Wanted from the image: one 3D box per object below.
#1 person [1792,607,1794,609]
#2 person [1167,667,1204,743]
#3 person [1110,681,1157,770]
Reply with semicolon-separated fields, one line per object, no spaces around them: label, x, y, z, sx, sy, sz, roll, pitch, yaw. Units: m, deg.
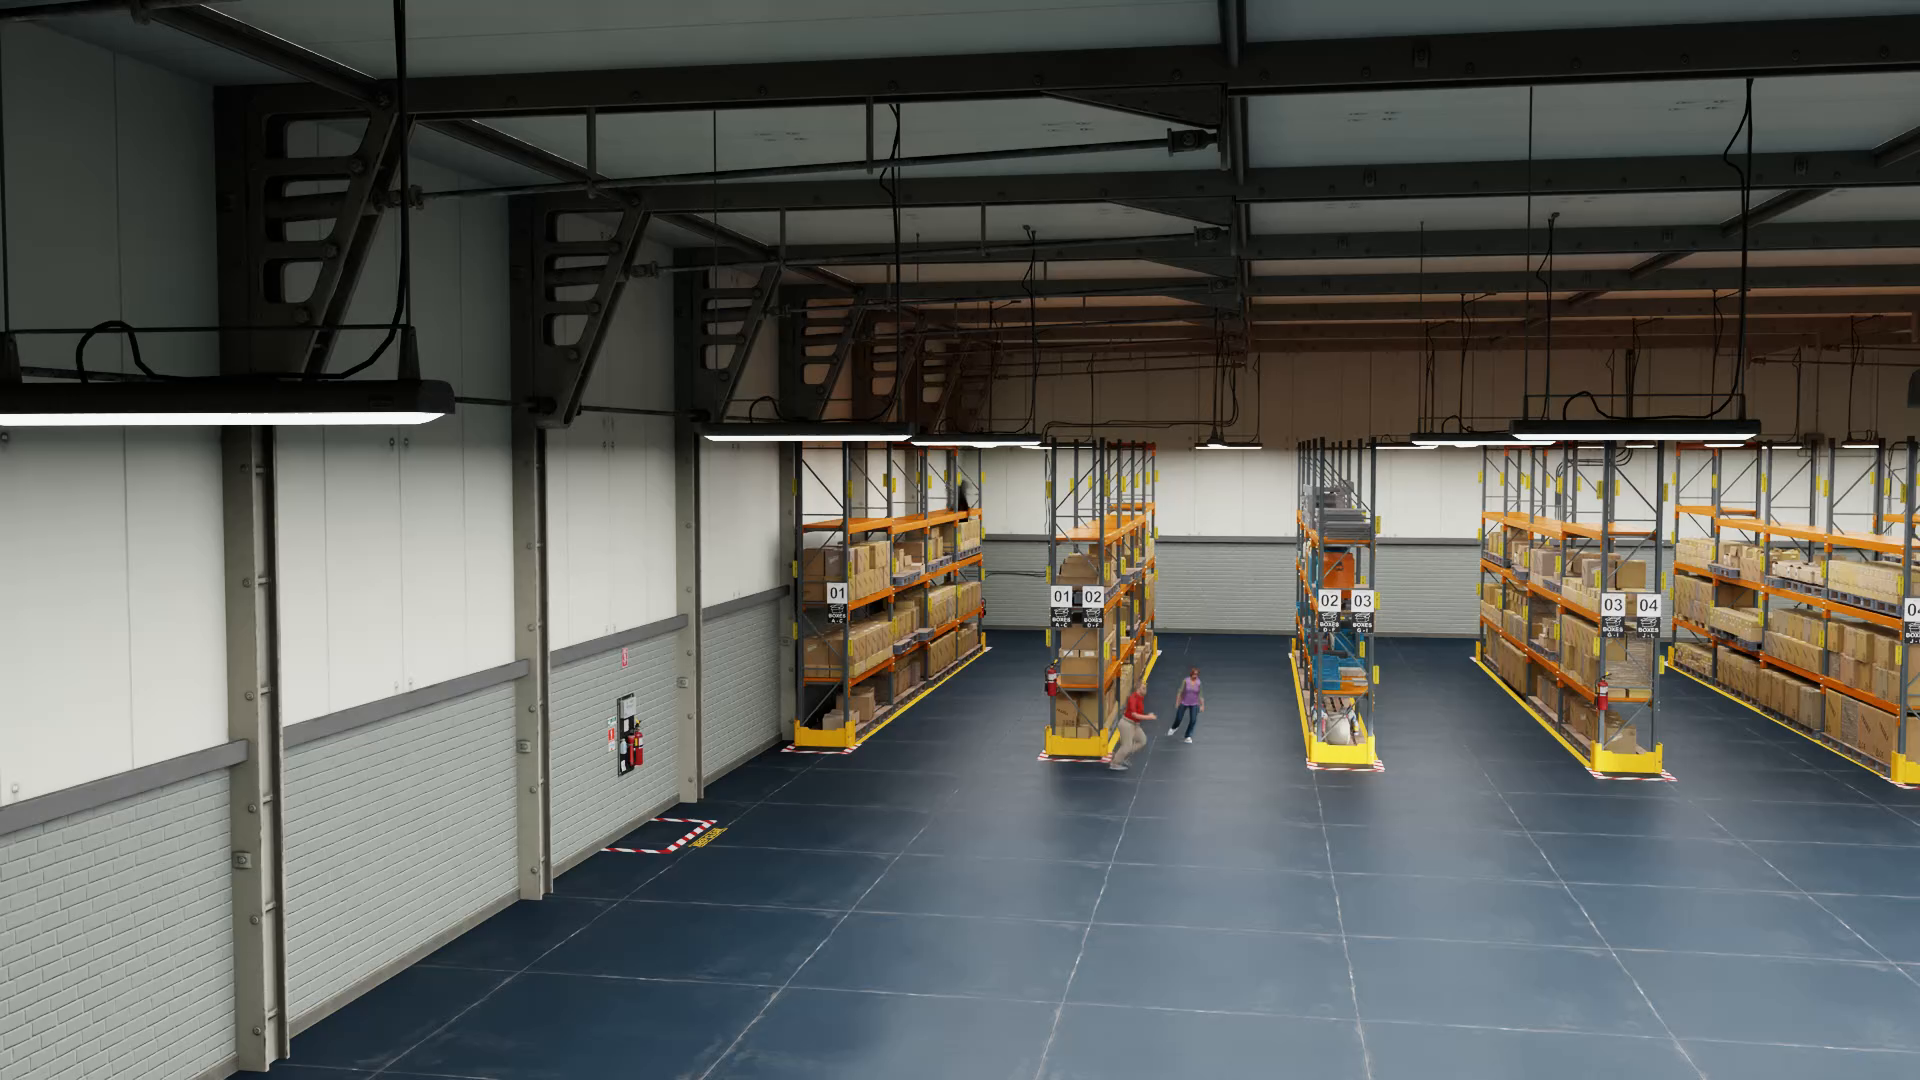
person;21.036;2.583;42.075;0.655;1.765;1.000;0;3;4
person;4.454;3.227;32.745;0.666;1.506;0.684;0;3;-1
person;3.117;3.328;29.806;0.861;1.614;0.665;1;3;22
